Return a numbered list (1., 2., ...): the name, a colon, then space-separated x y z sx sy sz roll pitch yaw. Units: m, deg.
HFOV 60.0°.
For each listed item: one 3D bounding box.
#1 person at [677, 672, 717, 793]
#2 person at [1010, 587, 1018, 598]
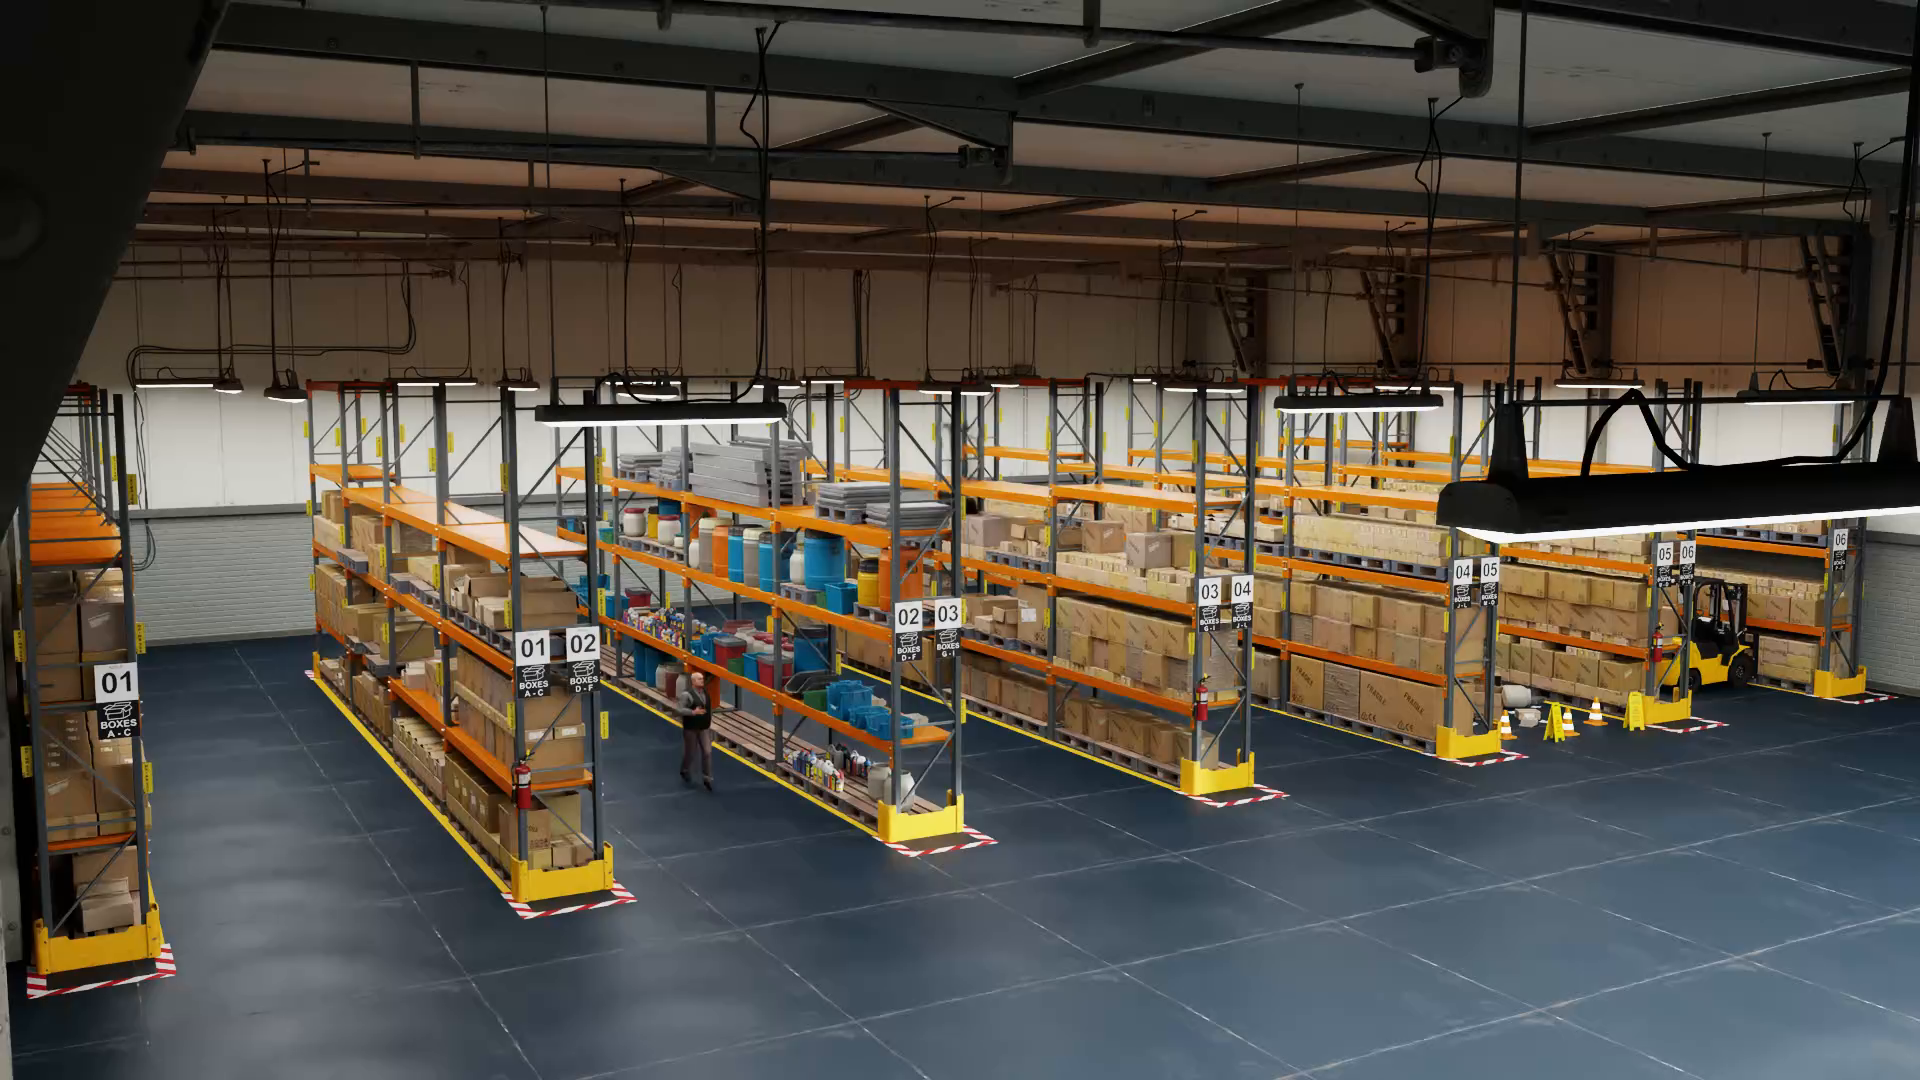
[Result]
1. person: -3.955 2.842 24.783 0.635 1.762 0.871 -5 8 -40
2. person: 1.566 1.059 41.807 0.742 1.799 0.725 3 7 25
